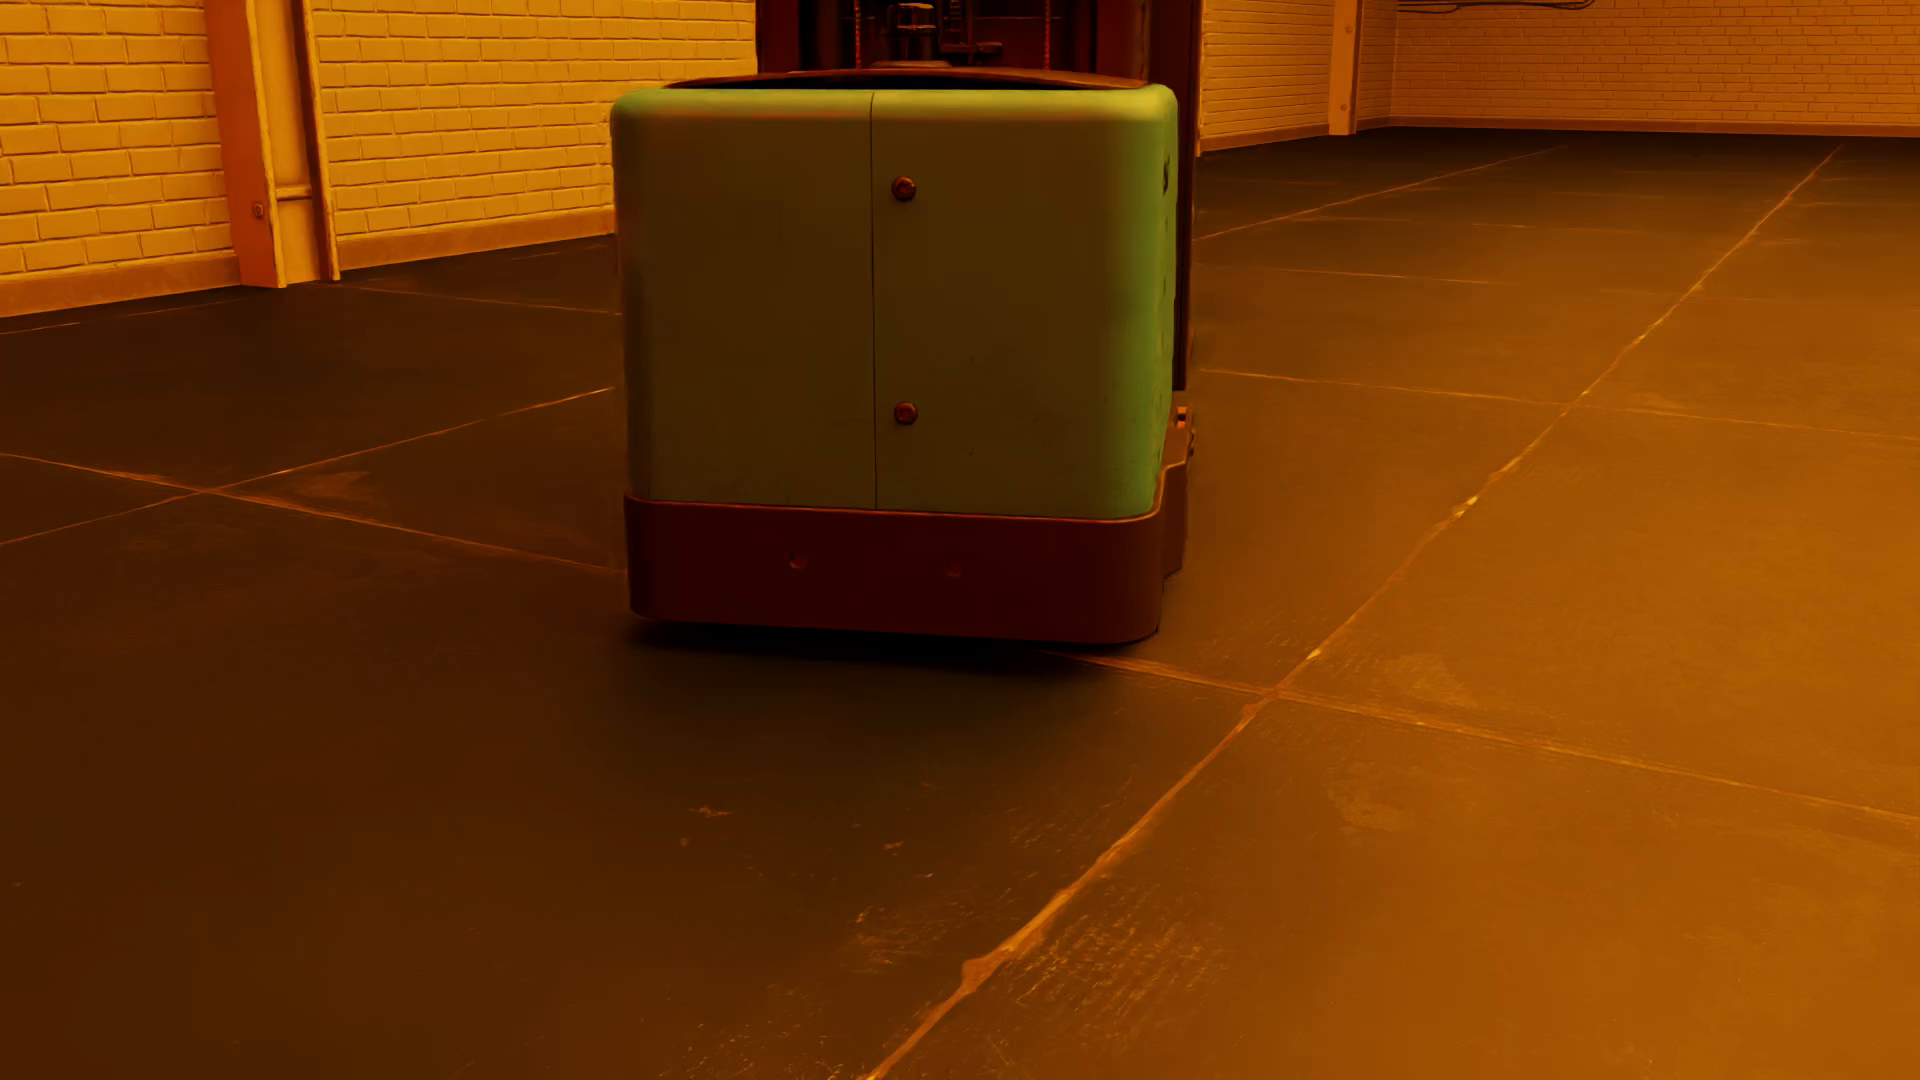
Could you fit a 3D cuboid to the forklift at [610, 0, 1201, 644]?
[{"bbox_3d":[0.079,-1.582,4.224,1.130,2.935,3.031,3,17,9],"label":"forklift"}]
